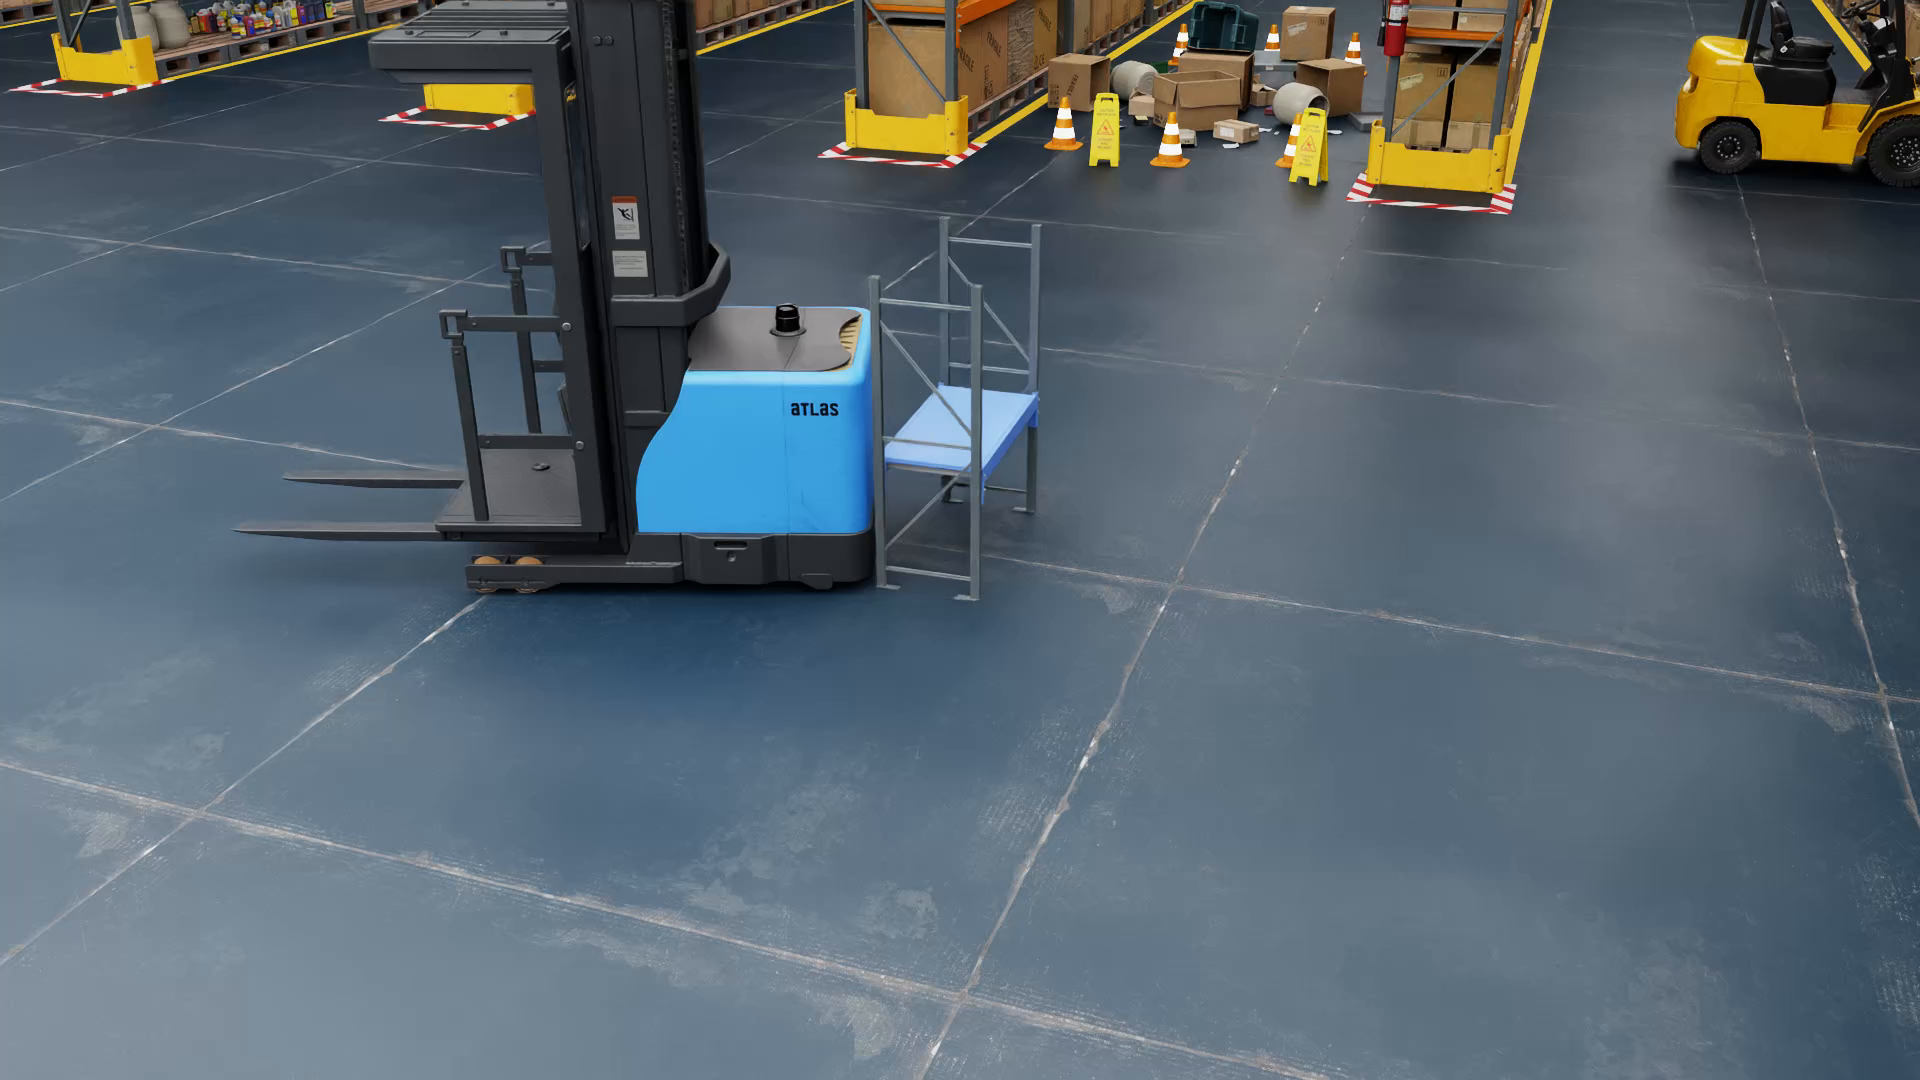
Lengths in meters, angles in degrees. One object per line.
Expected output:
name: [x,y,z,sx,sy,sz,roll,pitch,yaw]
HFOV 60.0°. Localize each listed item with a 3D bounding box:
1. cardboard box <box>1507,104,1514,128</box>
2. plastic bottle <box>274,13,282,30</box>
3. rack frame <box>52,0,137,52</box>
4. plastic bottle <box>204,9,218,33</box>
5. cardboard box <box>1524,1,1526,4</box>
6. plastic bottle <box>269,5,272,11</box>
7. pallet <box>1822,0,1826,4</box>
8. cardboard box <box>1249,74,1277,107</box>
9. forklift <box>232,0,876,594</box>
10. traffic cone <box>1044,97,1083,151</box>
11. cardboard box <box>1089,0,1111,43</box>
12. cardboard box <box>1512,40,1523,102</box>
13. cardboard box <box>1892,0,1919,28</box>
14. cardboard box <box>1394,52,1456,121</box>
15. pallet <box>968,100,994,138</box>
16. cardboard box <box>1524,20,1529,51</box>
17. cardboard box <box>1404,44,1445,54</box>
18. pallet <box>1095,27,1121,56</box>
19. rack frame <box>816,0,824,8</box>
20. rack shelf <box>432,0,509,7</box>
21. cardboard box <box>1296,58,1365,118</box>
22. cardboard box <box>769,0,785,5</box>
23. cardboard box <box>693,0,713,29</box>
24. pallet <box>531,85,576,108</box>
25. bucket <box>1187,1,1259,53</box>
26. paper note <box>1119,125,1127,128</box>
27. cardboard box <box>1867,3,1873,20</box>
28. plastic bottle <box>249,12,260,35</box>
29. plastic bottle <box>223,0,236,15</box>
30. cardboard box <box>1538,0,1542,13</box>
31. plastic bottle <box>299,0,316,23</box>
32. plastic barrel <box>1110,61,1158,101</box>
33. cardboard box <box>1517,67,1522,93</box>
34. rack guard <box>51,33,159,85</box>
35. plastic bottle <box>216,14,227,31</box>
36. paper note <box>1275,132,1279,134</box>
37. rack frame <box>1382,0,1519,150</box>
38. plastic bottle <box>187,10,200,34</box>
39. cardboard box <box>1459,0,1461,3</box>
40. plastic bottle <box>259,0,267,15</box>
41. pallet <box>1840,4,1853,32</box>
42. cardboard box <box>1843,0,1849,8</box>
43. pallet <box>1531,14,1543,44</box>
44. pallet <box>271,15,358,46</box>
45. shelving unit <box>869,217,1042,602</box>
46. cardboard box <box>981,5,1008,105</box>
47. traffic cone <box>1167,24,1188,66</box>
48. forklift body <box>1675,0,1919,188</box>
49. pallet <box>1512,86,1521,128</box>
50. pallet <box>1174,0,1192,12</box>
cardboard box: [4.900,-3.936,15.611,0.500,0.250,0.500,10,27,19]
plastic bottle: [-8.676,-6.586,21.116,0.097,0.201,0.097,0,26,0]
rack frame: [-9.822,-6.640,18.522,1.000,3.000,0.127,9,27,17]
plastic bottle: [-9.414,-6.518,20.883,0.061,0.283,0.133,9,27,17]
cardboard box: [5.206,-5.209,15.856,0.380,0.149,0.250,9,27,18]
plastic bottle: [-8.763,-6.690,21.238,0.061,0.283,0.133,9,27,17]
pallet: [13.503,-8.228,25.001,1.003,0.211,1.213,9,27,17]
cardboard box: [3.230,-4.874,18.013,0.258,0.266,0.396,-9,27,-18]
forklift: [-1.914,-1.301,7.573,3.031,2.935,1.130,0,26,1]
traffic cone: [1.008,-4.032,16.046,0.336,0.463,0.334,9,27,17]
cardboard box: [1.270,-6.645,20.633,1.050,0.750,0.750,9,27,17]
cardboard box: [5.075,-4.495,15.905,0.500,0.500,0.500,9,27,18]
cardboard box: [11.317,-5.920,19.278,0.875,0.625,0.625,10,27,19]
cardboard box: [4.214,-4.141,15.173,0.500,0.500,0.500,9,27,18]
pallet: [-0.315,-4.246,16.777,1.003,0.211,1.213,9,27,17]
cardboard box: [6.163,-5.933,19.595,0.950,0.372,0.625,10,27,19]
cardboard box: [4.273,-4.593,15.363,0.380,0.149,0.250,10,27,19]
pallet: [1.413,-6.381,21.187,1.003,0.211,1.213,9,27,17]
rack frame: [-2.489,-9.209,23.829,1.000,3.000,0.127,9,27,17]
rack shelf: [-4.486,-6.420,18.893,1.077,0.370,4.000,9,27,17]
cardboard box: [3.885,-4.762,17.508,0.500,0.500,0.500,-14,29,-27]
cardboard box: [-2.866,-7.774,23.228,0.700,0.500,0.500,6,27,13]
cardboard box: [-3.596,-6.888,21.397,0.700,0.500,0.500,7,27,13]
pallet: [-4.822,-5.027,18.390,1.003,0.211,1.213,9,27,17]
bucket: [2.952,-5.625,18.439,0.726,0.611,0.620,20,22,35]
paper note: [1.601,-4.205,16.902,0.144,0.017,0.142,20,32,35]
cardboard box: [11.824,-6.743,21.120,0.500,0.500,0.500,10,28,20]
plastic bottle: [-8.811,-6.451,20.757,0.097,0.271,0.097,0,26,0]
plastic bottle: [-9.355,-6.766,21.317,0.144,0.351,0.185,9,27,17]
cardboard box: [7.465,-7.643,22.549,0.875,0.875,0.875,9,27,18]
plastic bottle: [-8.497,-6.904,21.603,0.144,0.351,0.185,7,27,15]
plastic barrel: [1.892,-4.957,18.002,0.421,0.421,0.512,-14,29,-27]
cardboard box: [5.582,-4.798,17.391,0.500,0.250,0.500,10,28,20]
rack guard: [-9.841,-5.553,19.146,1.175,0.500,0.348,9,27,17]
plastic bottle: [-9.345,-6.543,21.028,0.097,0.201,0.097,0,26,0]
paper note: [3.175,-4.081,16.668,0.032,0.001,0.123,9,27,17]
rack frame: [4.194,-4.485,14.071,1.000,3.000,0.127,9,27,17]
plastic bottle: [-9.603,-6.485,20.813,0.061,0.283,0.133,9,27,19]
cardboard box: [4.286,-5.132,14.951,0.500,0.500,0.500,9,27,18]
plastic bottle: [-9.085,-6.905,21.696,0.097,0.271,0.097,0,26,0]
pallet: [12.634,-7.103,22.678,1.003,0.211,1.213,9,27,17]
cardboard box: [12.496,-7.596,22.882,0.500,0.500,0.500,10,28,20]
pallet: [7.189,-6.830,22.115,1.003,0.211,1.213,9,27,17]
pallet: [-8.754,-6.759,21.967,1.003,0.211,1.213,9,27,17]
shelving unit: [0.000,-0.639,7.848,0.538,1.500,1.048,7,27,15]
cardboard box: [-0.054,-5.044,17.182,0.875,0.875,0.875,8,27,17]
traffic cone: [2.694,-5.995,20.101,0.336,0.463,0.334,9,27,17]
forklift body: [7.786,-4.428,14.928,2.313,2.155,1.214,9,27,17]
pallet: [5.335,-4.592,17.493,1.003,0.211,1.213,9,27,17]
pallet: [2.823,-8.014,24.560,1.003,0.211,1.213,9,27,17]
